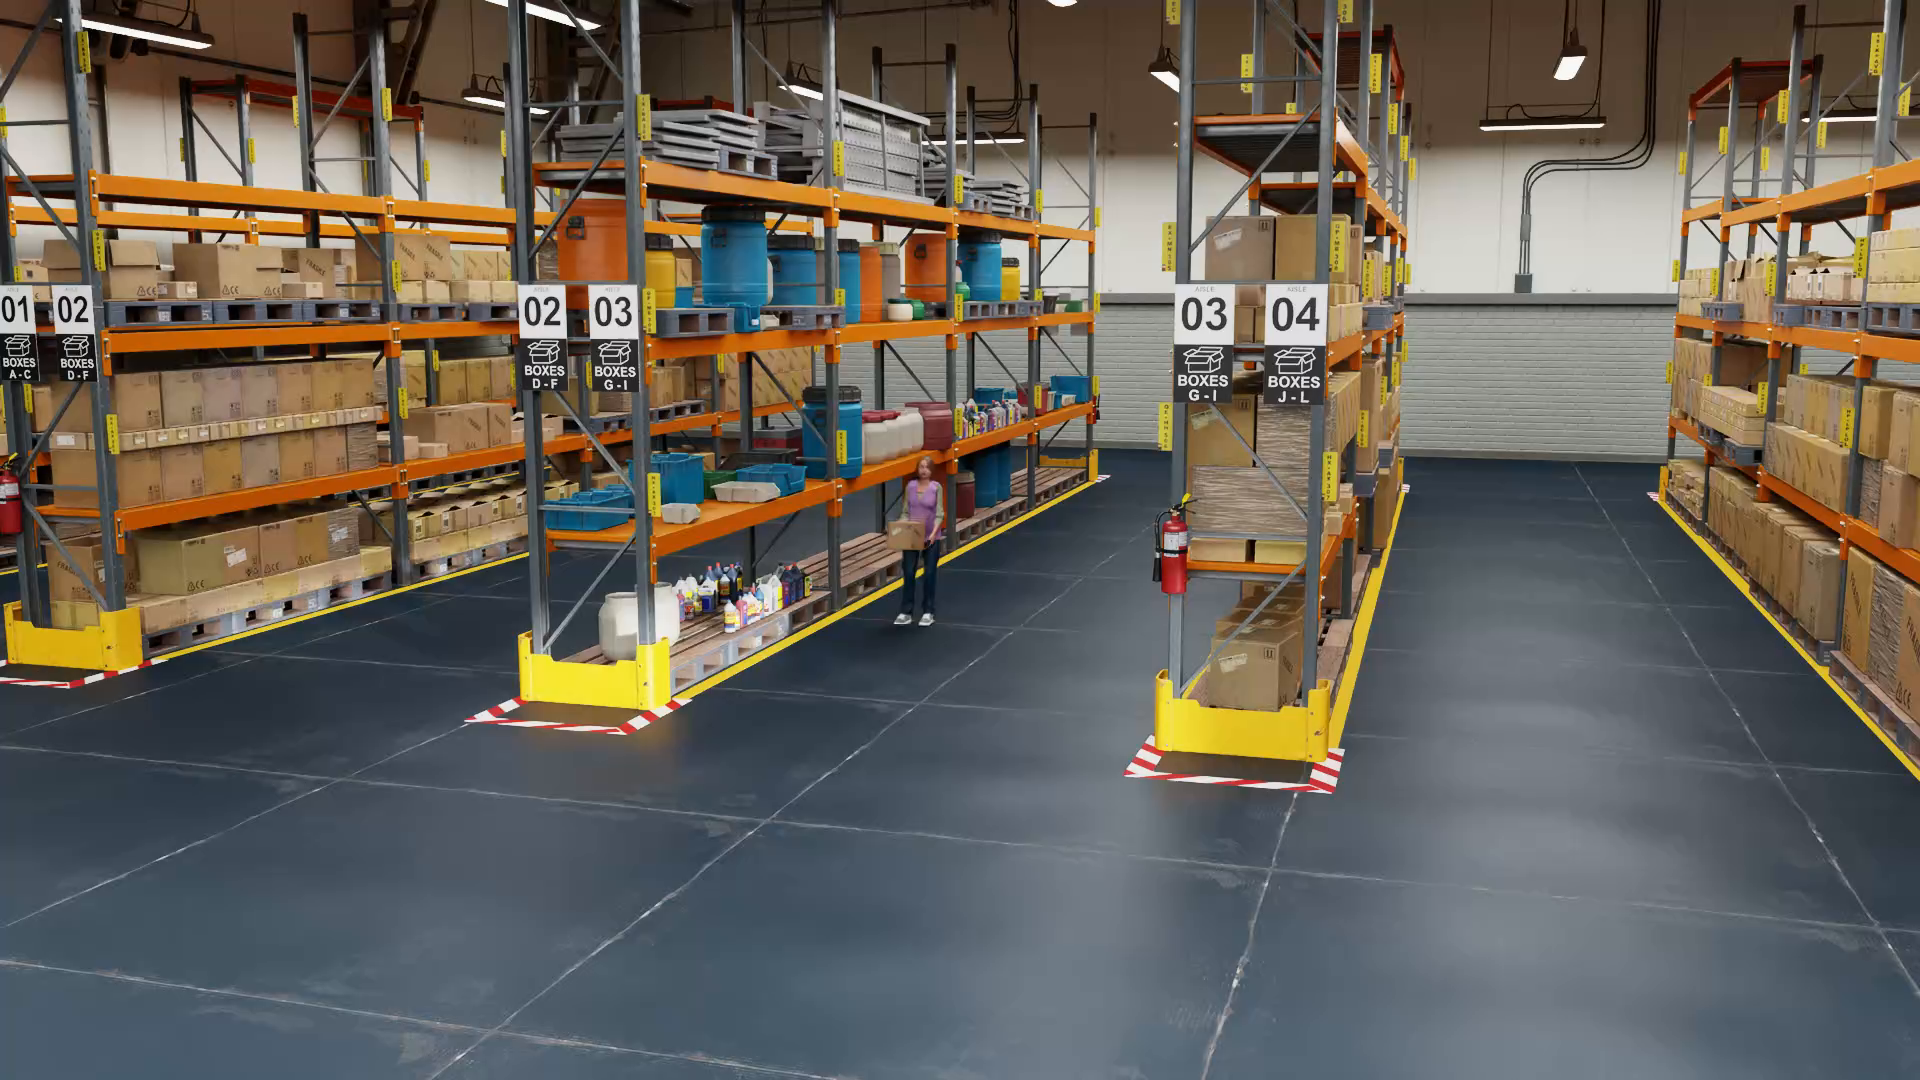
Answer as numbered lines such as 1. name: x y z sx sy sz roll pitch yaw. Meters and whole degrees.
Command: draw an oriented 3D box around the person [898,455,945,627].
1. person: -0.378 0.007 15.782 0.476 1.604 0.434 -2 9 -10
